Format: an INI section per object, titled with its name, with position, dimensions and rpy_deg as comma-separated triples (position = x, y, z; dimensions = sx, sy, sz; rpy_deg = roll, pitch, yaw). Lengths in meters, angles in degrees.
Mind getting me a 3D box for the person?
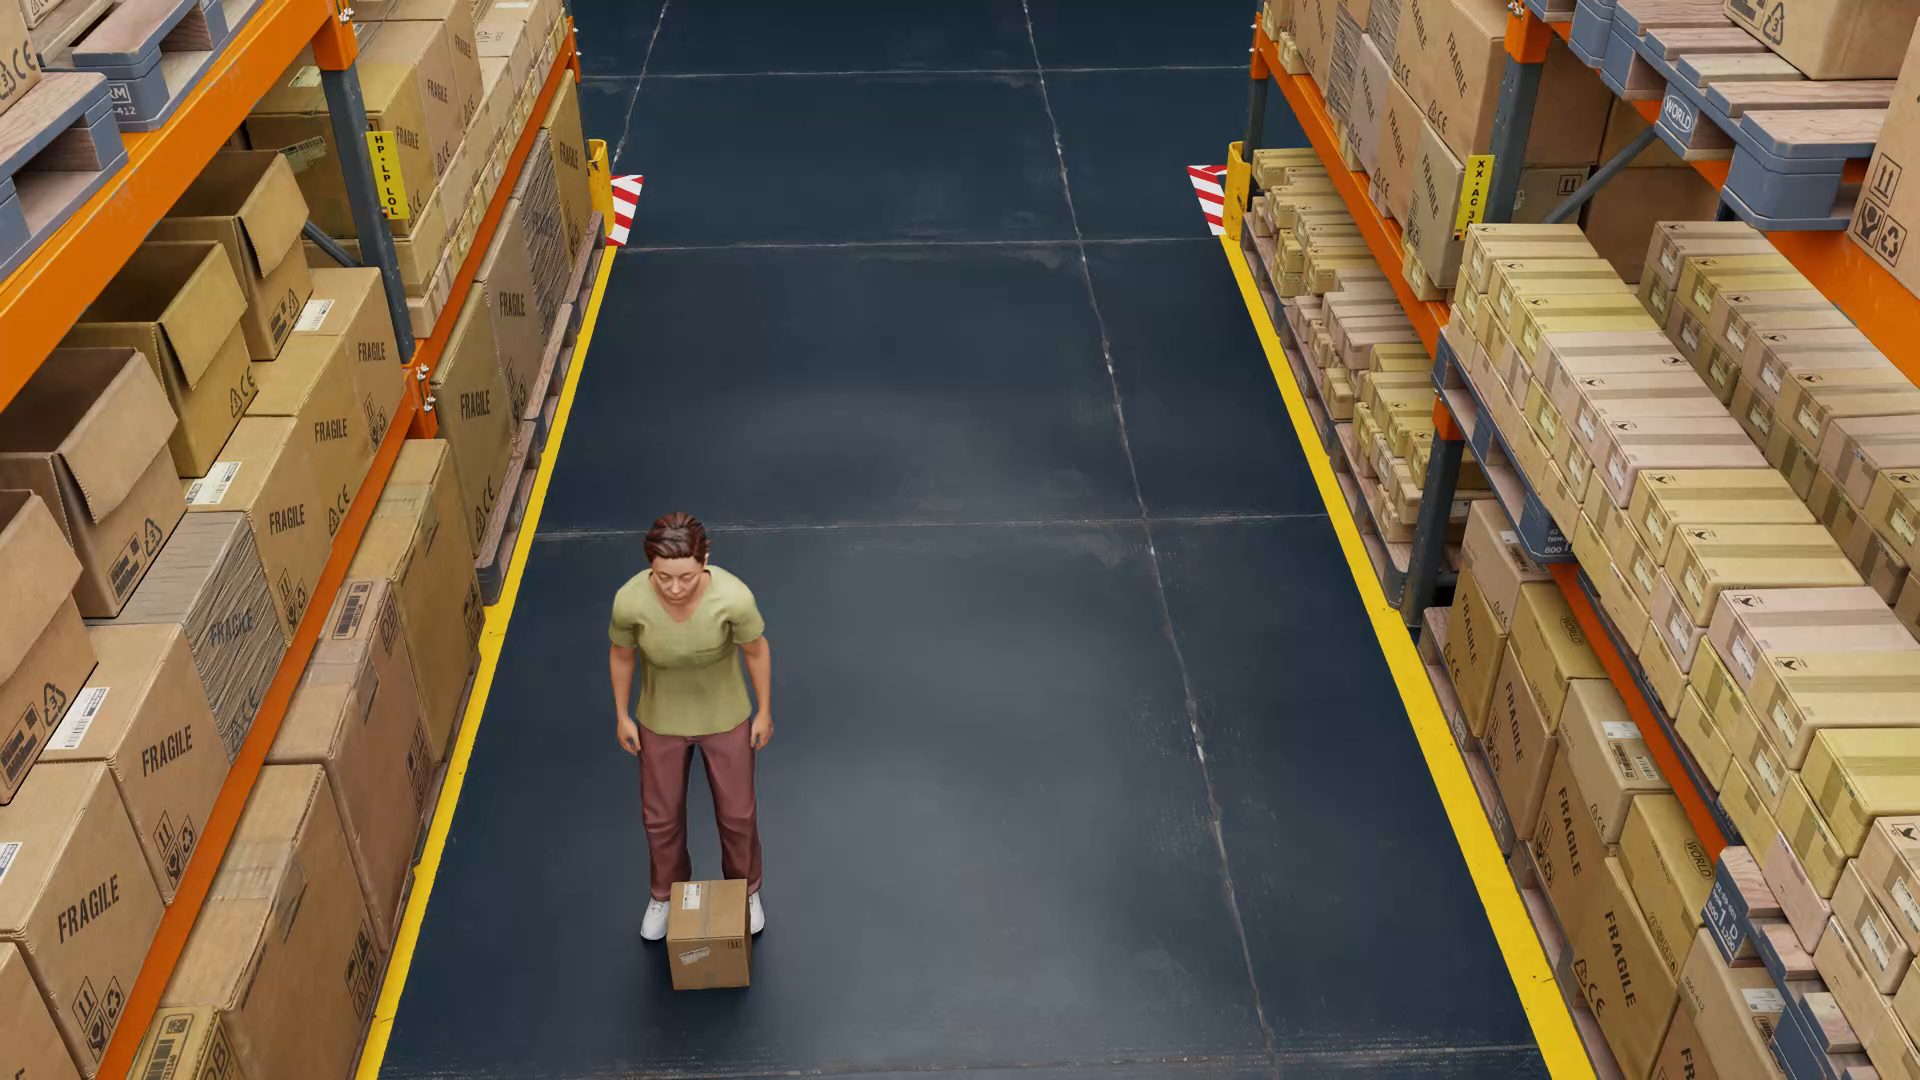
[person]
position = -0.847, 0.588, 5.319
dimensions = 0.503, 1.672, 0.352
rpy_deg = -2, 35, -3
